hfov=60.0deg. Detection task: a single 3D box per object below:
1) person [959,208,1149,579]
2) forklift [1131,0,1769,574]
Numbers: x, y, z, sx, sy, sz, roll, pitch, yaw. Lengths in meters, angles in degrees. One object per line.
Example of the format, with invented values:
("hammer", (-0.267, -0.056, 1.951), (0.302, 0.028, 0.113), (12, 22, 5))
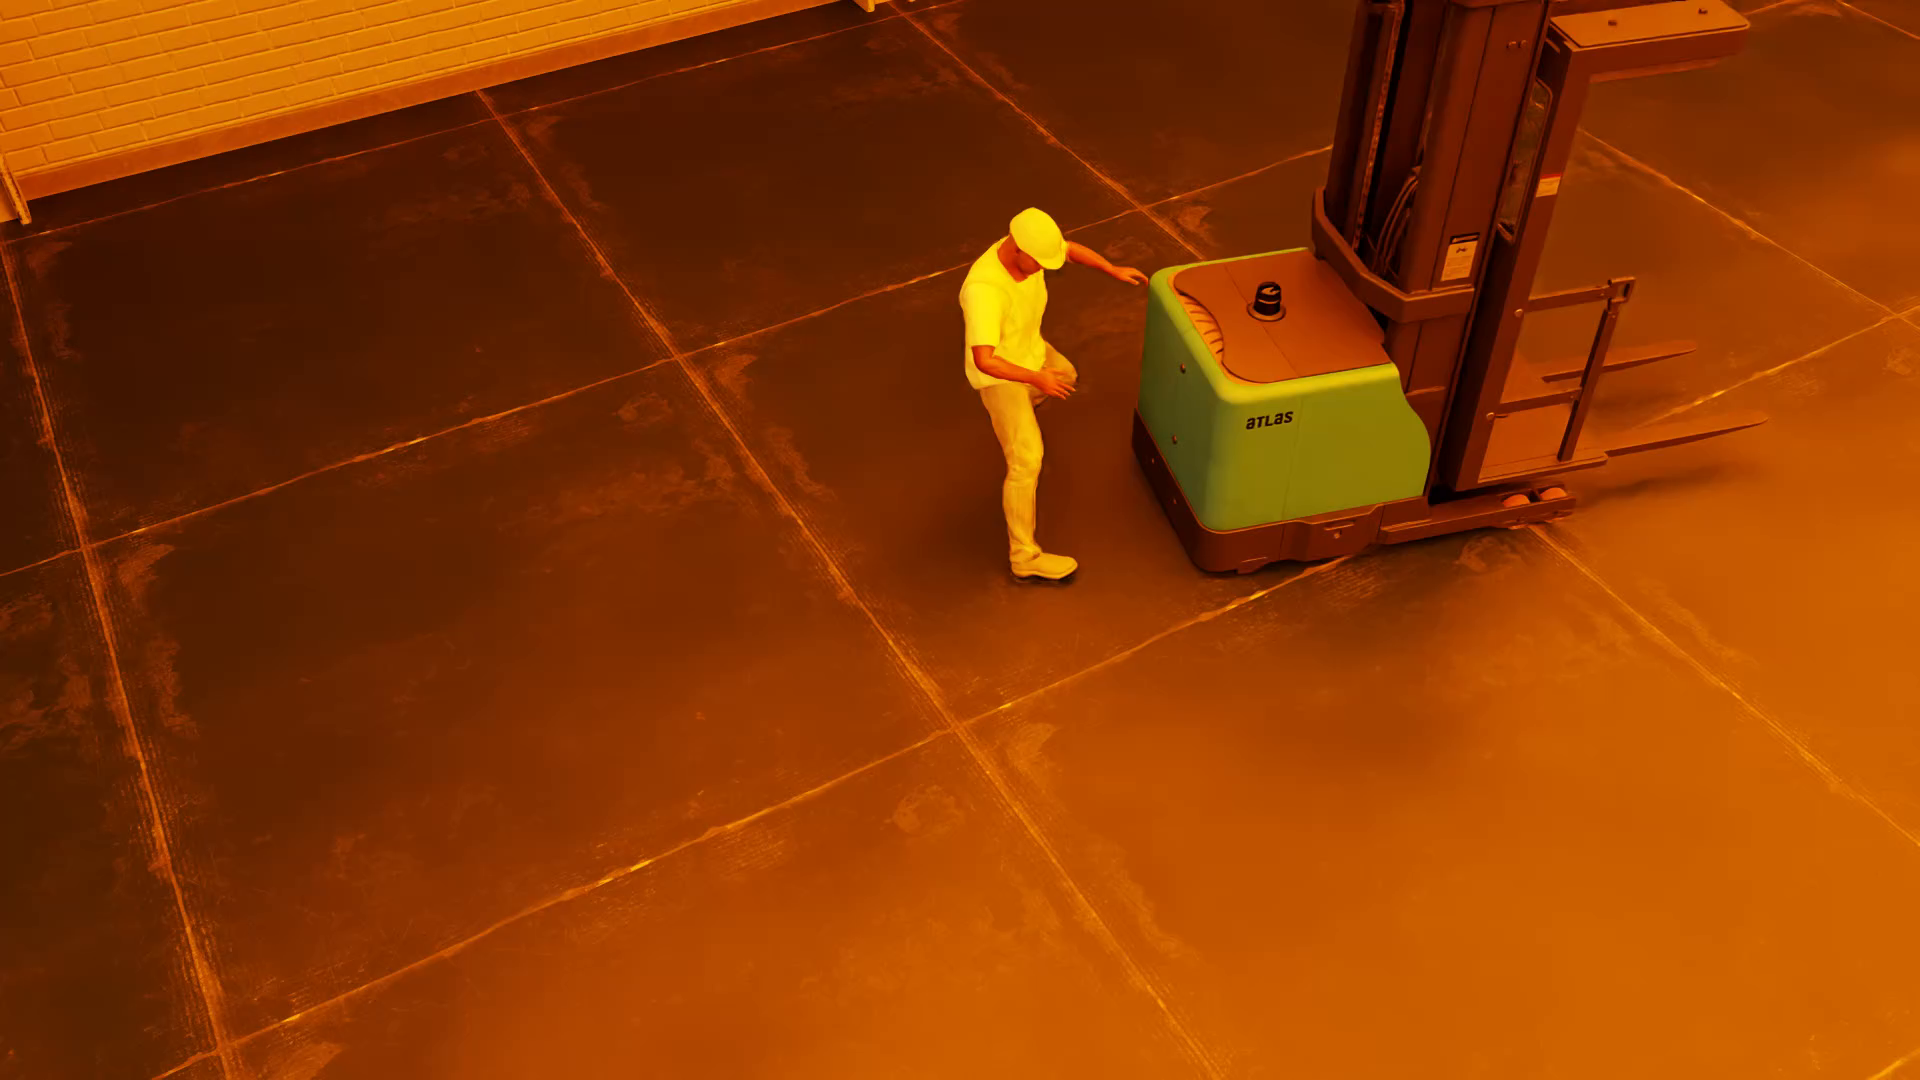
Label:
("person", (0.395, -0.851, 7.625), (0.831, 1.555, 1.310), (19, 46, 19))
("forklift", (2.427, -1.466, 7.278), (3.031, 2.935, 1.130), (-10, 44, -11))
